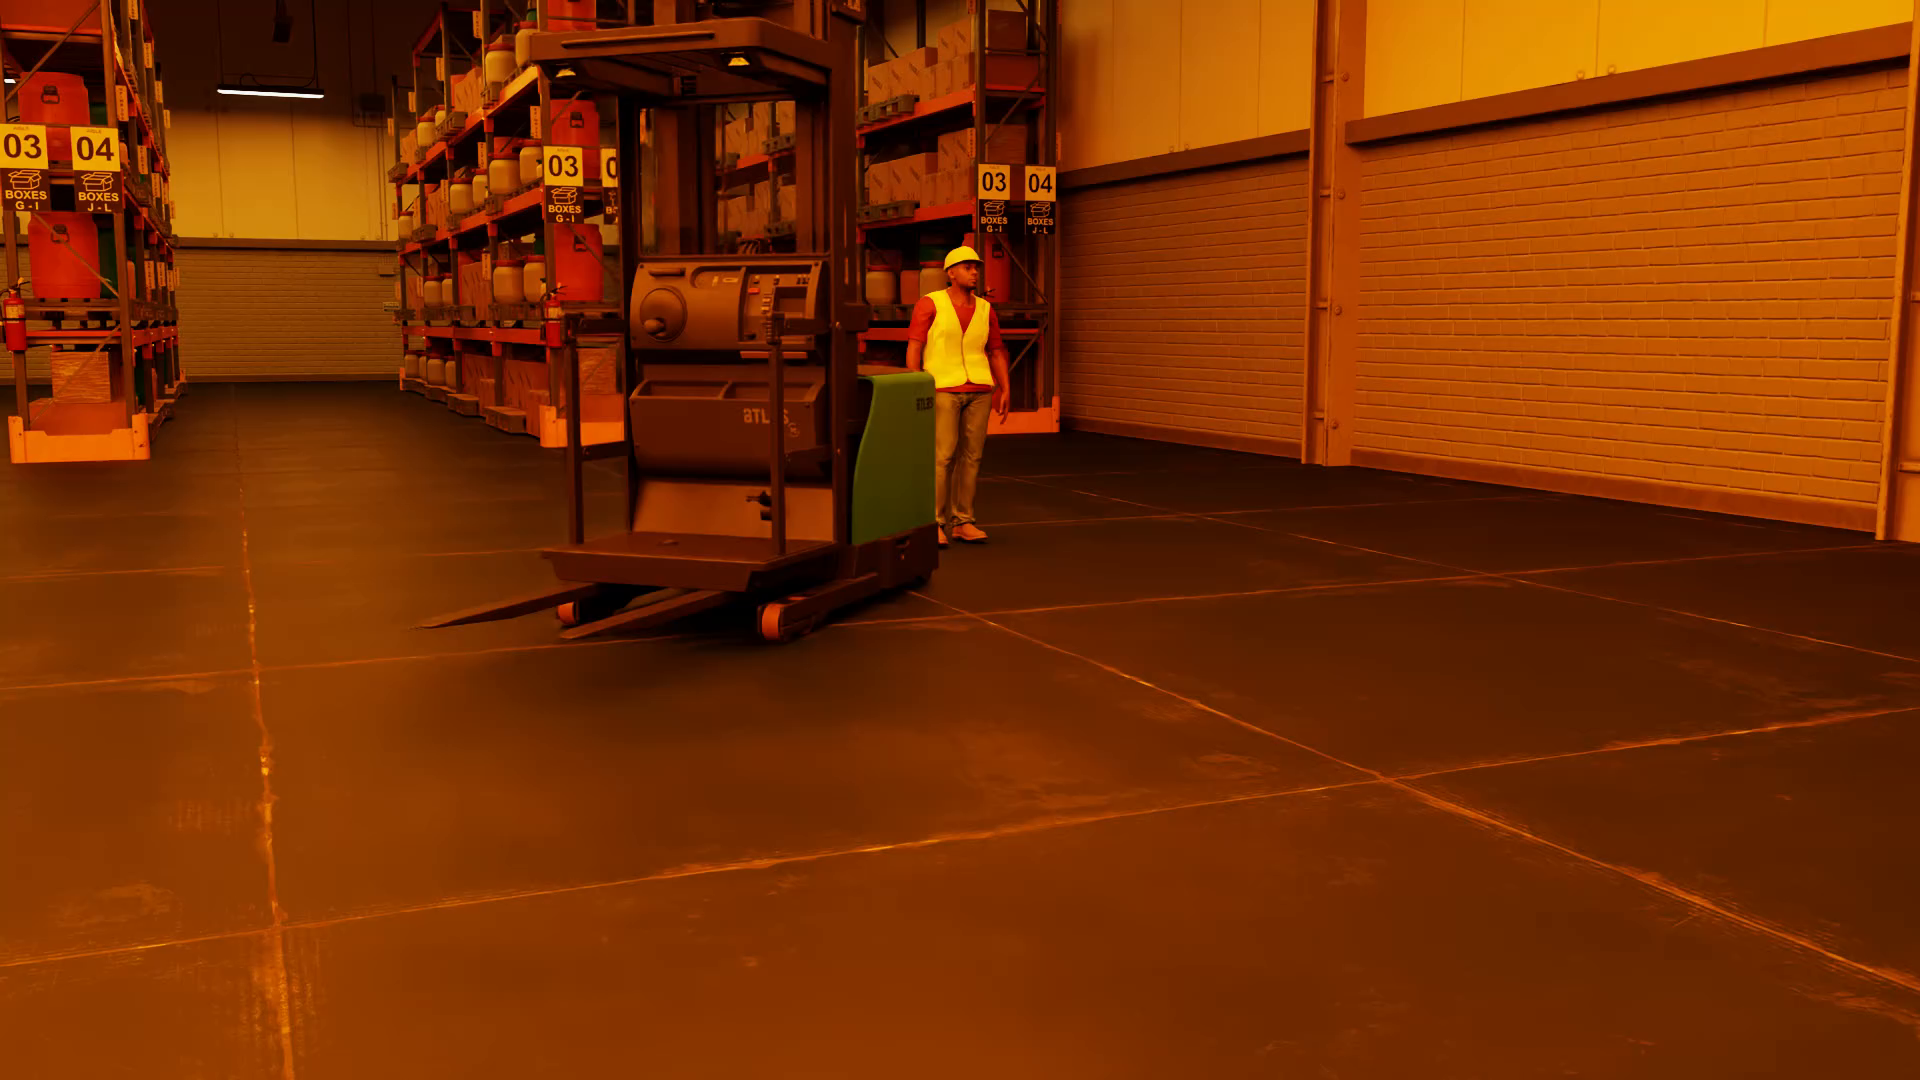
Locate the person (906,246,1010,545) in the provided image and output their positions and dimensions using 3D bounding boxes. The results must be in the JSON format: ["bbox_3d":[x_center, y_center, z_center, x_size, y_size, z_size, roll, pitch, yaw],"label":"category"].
[{"bbox_3d":[0.022,-0.874,9.972,0.665,1.765,0.577,-3,8,-23],"label":"person"}]

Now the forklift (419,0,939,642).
[{"bbox_3d":[-1.118,-1.088,7.191,1.130,2.935,3.031,3,8,21],"label":"forklift"}]
